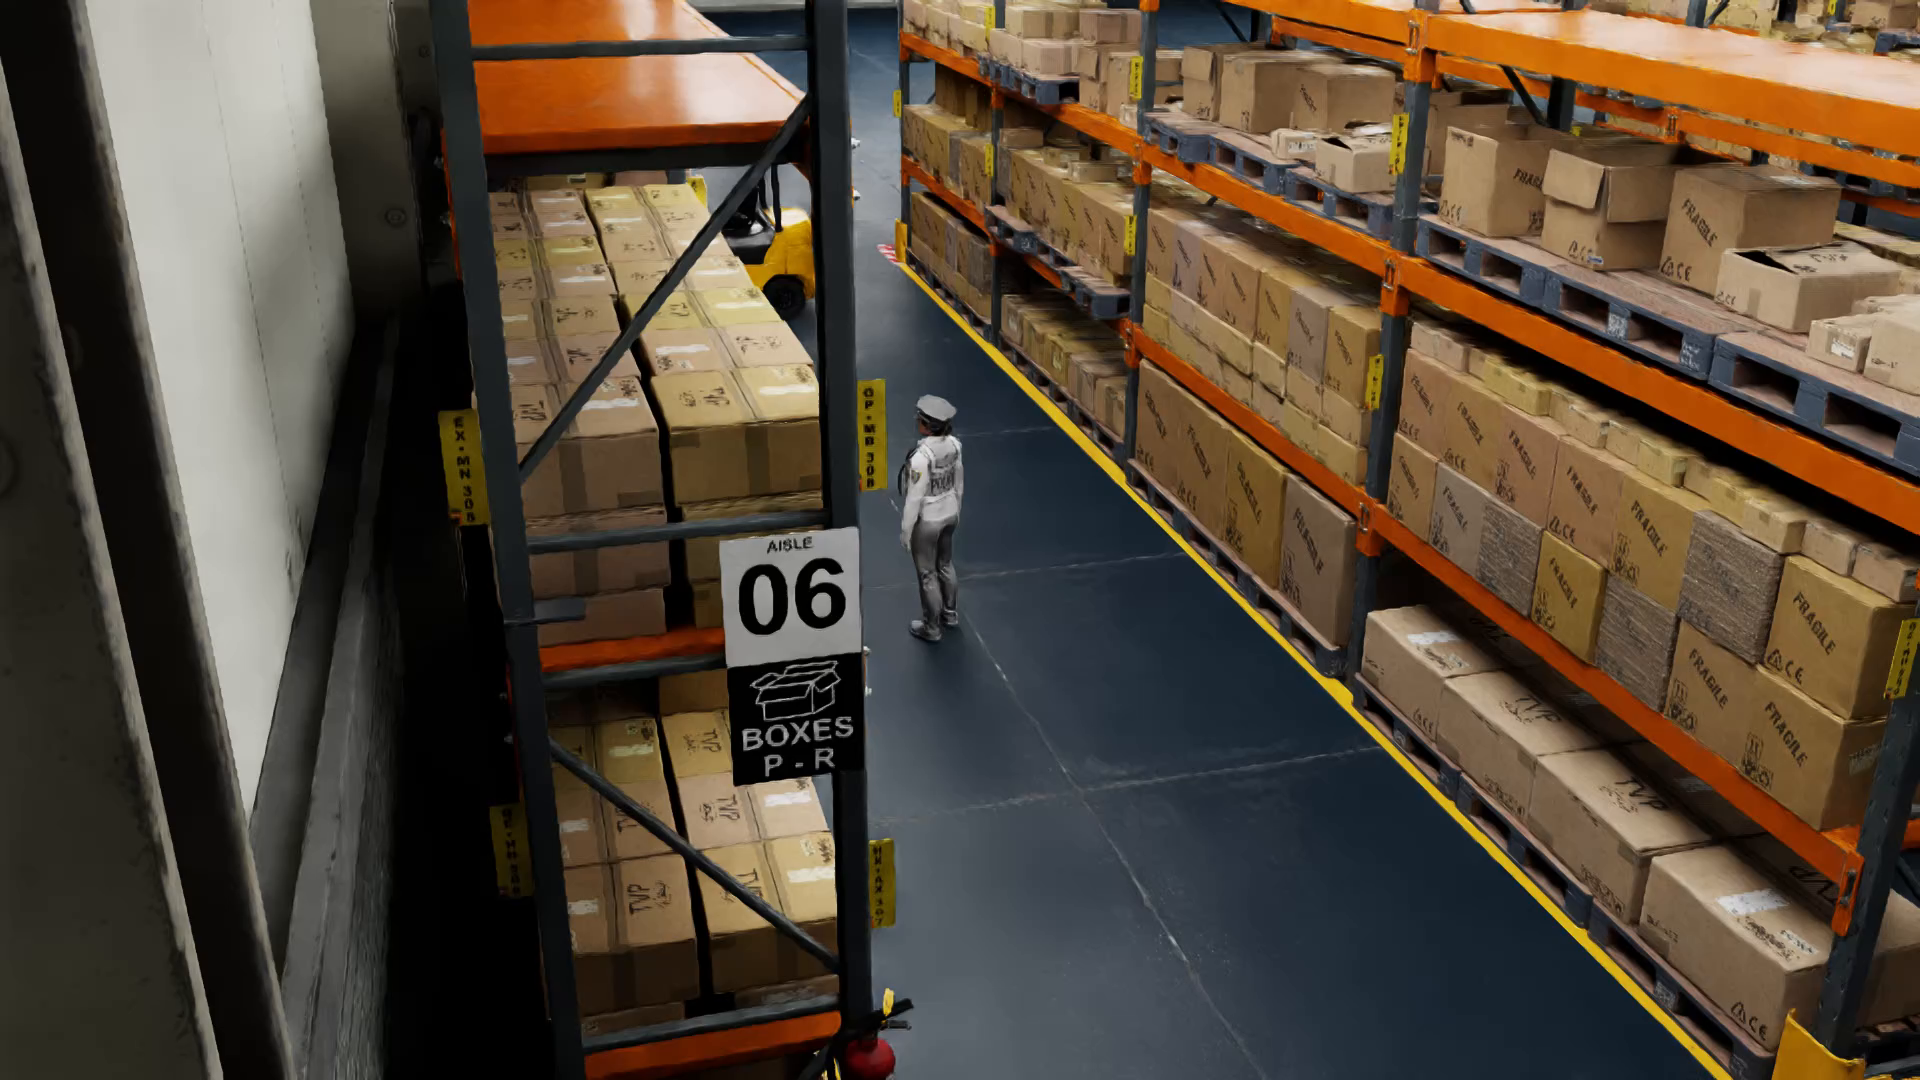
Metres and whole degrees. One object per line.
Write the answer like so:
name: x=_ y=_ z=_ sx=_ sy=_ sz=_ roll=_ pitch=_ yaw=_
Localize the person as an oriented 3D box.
person: x=2.057 y=-1.715 z=13.972 sx=0.748 sy=2.202 sz=8.731 roll=16 pitch=28 yaw=33
